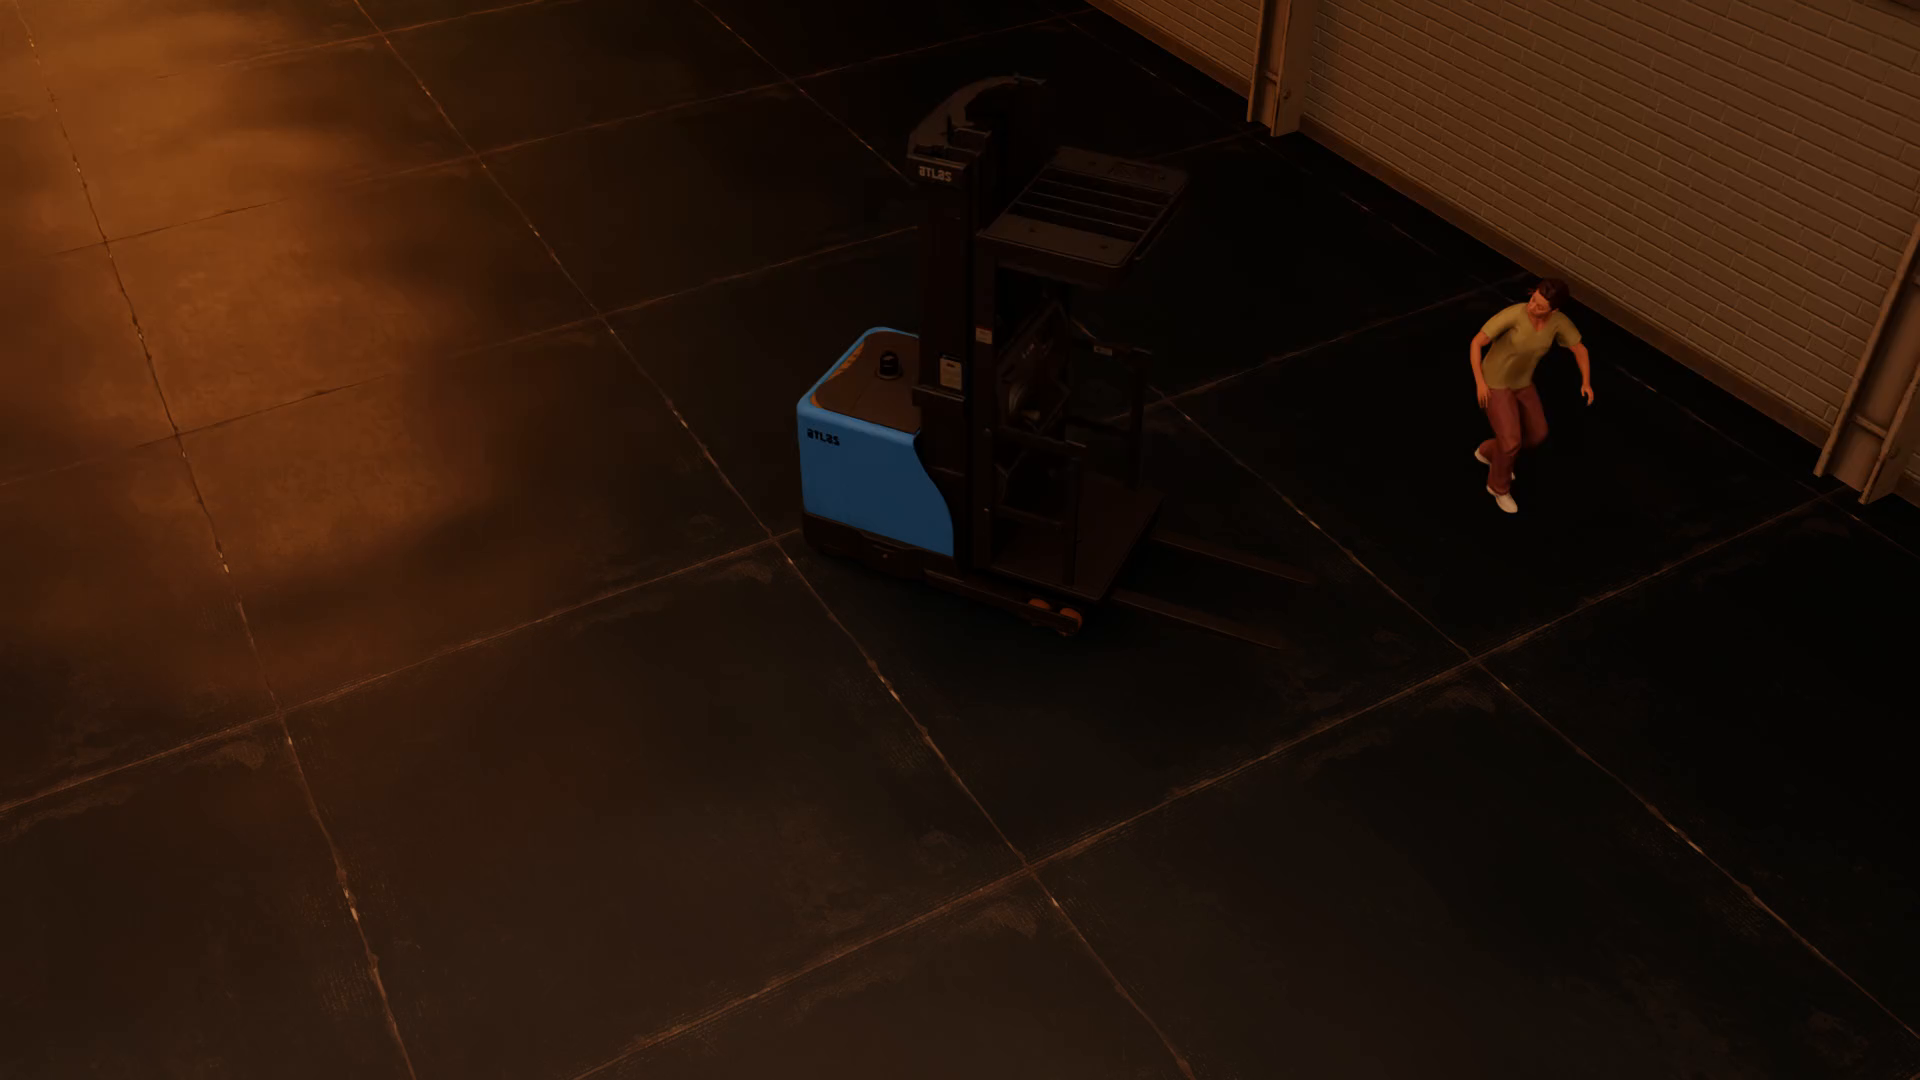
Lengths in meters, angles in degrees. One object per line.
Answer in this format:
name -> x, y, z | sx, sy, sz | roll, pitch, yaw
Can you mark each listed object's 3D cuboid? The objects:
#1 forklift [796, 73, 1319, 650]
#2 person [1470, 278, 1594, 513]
forklift -> 0.589, -0.956, 9.189 | 3.031, 2.935, 1.130 | 17, 43, 19
person -> 3.448, -0.888, 10.175 | 0.740, 1.570, 0.683 | -14, 42, -16
